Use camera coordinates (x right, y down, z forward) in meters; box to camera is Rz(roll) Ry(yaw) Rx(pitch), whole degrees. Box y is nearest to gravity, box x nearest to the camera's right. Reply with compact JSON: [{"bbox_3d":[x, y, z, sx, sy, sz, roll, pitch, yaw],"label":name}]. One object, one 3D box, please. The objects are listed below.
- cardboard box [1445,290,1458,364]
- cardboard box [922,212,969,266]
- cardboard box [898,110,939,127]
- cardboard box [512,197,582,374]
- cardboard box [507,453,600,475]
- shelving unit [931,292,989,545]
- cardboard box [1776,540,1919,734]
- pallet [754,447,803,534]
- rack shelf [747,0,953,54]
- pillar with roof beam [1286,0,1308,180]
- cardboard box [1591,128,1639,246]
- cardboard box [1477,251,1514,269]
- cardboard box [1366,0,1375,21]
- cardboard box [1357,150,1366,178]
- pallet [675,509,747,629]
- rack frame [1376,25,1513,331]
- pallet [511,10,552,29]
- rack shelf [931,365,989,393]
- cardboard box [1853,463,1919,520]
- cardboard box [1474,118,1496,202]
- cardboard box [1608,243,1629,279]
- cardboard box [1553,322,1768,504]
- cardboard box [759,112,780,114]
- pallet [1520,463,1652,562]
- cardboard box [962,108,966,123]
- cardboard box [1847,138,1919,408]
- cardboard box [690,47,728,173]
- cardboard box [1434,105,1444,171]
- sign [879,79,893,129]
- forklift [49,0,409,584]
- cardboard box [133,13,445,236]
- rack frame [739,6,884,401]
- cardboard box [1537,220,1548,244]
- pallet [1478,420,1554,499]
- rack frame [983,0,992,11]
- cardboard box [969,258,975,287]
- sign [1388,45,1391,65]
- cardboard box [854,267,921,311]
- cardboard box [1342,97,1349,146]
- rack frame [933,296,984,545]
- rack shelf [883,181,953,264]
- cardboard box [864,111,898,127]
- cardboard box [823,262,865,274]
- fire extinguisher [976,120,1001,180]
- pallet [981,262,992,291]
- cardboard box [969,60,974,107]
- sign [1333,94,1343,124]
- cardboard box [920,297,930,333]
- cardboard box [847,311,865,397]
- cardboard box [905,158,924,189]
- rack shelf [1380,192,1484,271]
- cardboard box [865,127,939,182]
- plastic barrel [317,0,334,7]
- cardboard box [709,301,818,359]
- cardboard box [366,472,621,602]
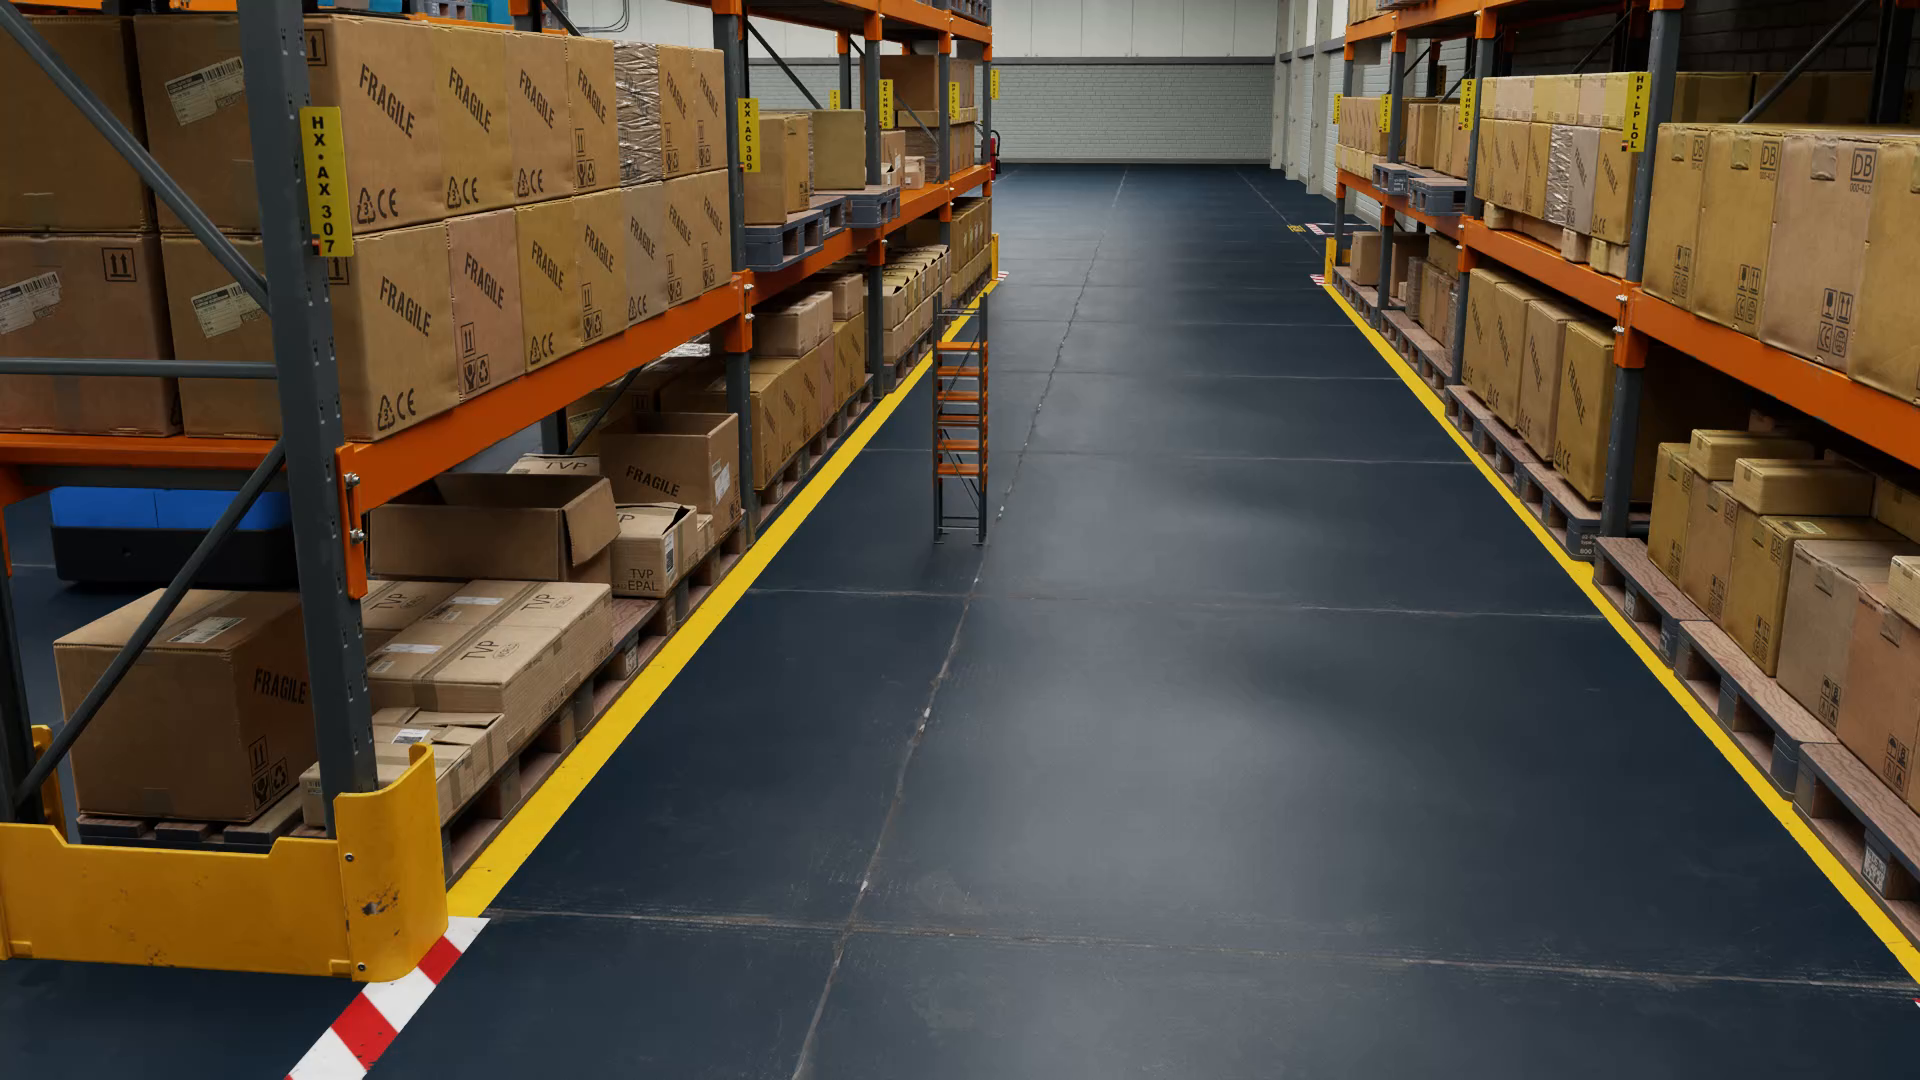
[{"bbox_3d":[3.904,-1.517,11.972,0.700,0.500,0.500,2,15,7],"label":"cardboard box"},{"bbox_3d":[-0.185,-2.984,16.477,0.500,0.500,0.500,2,15,6],"label":"cardboard box"},{"bbox_3d":[-0.374,-3.931,15.518,0.380,0.149,0.250,2,15,6],"label":"cardboard box"},{"bbox_3d":[-1.526,-0.813,5.230,0.500,0.500,0.500,2,15,6],"label":"cardboard box"},{"bbox_3d":[-1.762,-0.243,7.621,0.500,0.311,0.500,2,15,6],"label":"cardboard box"},{"bbox_3d":[0.002,-0.583,8.019,0.258,1.200,0.189,2,15,6],"label":"shelving unit"},{"bbox_3d":[3.064,0.311,5.250,0.700,0.500,0.500,1,15,4],"label":"cardboard box"},{"bbox_3d":[-1.445,-0.296,8.854,1.003,0.211,1.213,2,15,6],"label":"pallet"},{"bbox_3d":[-0.823,-4.087,13.163,1.077,0.370,4.000,2,15,6],"label":"rack shelf"},{"bbox_3d":[3.988,-13.438,40.620,9.100,9.000,0.400,2,15,6],"label":"pillar with roof beam"},{"bbox_3d":[3.224,-1.614,7.586,0.500,0.500,0.500,1,15,5],"label":"cardboard box"},{"bbox_3d":[4.030,-2.025,12.414,0.500,0.250,0.500,2,15,7],"label":"cardboard box"},{"bbox_3d":[4.301,-5.412,16.453,0.500,0.500,0.500,3,15,10],"label":"cardboard box"},{"bbox_3d":[4.184,-3.689,16.309,0.500,0.250,0.500,2,15,6],"label":"cardboard box"},{"bbox_3d":[-1.578,0.094,7.411,1.003,0.211,1.213,2,15,6],"label":"pallet"},{"bbox_3d":[4.326,-3.361,14.843,1.000,3.000,0.127,2,15,6],"label":"rack frame"},{"bbox_3d":[-5.257,-5.835,18.609,1.003,0.211,1.213,2,15,6],"label":"pallet"},{"bbox_3d":[0.002,-0.772,7.968,0.258,0.103,0.180,2,15,6],"label":"rack shelf"},{"bbox_3d":[3.334,-0.165,5.768,0.380,0.149,0.250,2,15,7],"label":"cardboard box"},{"bbox_3d":[3.565,-2.406,10.514,0.500,0.500,0.500,2,15,8],"label":"cardboard box"},{"bbox_3d":[3.180,-1.270,7.555,0.380,0.149,0.250,2,15,7],"label":"cardboard box"},{"bbox_3d":[3.367,-0.623,8.033,0.750,0.750,0.750,2,15,7],"label":"cardboard box"},{"bbox_3d":[-1.362,-2.142,9.340,0.700,0.500,0.500,-2,15,-8],"label":"cardboard box"},{"bbox_3d":[3.435,-0.142,8.282,1.003,0.211,1.213,2,15,6],"label":"pallet"},{"bbox_3d":[-0.144,-4.464,17.489,0.380,0.149,0.250,2,15,8],"label":"cardboard box"},{"bbox_3d":[3.090,-0.715,4.484,0.980,0.700,0.700,2,15,6],"label":"cardboard box"},{"bbox_3d":[-1.299,-1.823,7.049,0.500,0.500,0.500,2,15,7],"label":"cardboard box"},{"bbox_3d":[4.121,-3.174,13.118,0.700,0.500,0.500,4,16,14],"label":"cardboard box"},{"bbox_3d":[-0.508,-2.975,11.352,0.100,0.325,0.005,2,15,6],"label":"sign"},{"bbox_3d":[-3.354,-1.555,8.299,1.130,2.935,3.031,1,15,3],"label":"forklift"},{"bbox_3d":[-1.639,-1.031,4.123,0.500,0.500,0.500,2,15,8],"label":"cardboard box"},{"bbox_3d":[-1.048,-2.468,11.543,1.000,3.000,0.127,2,15,6],"label":"rack frame"},{"bbox_3d":[3.445,-1.735,9.274,0.380,0.149,0.250,2,15,7],"label":"cardboard box"},{"bbox_3d":[3.570,-0.459,9.456,1.003,0.211,1.213,2,15,6],"label":"pallet"},{"bbox_3d":[-0.146,-7.439,18.433,1.000,3.000,0.127,2,15,6],"label":"rack frame"},{"bbox_3d":[-0.120,-2.751,17.053,0.500,0.250,0.500,2,15,6],"label":"cardboard box"},{"bbox_3d":[6.651,-7.505,25.730,0.001,0.298,0.199,2,15,6],"label":"sign"},{"bbox_3d":[-0.587,-2.010,13.238,0.500,0.311,0.500,1,15,5],"label":"cardboard box"},{"bbox_3d":[4.359,-4.454,17.701,0.500,0.500,0.500,2,15,6],"label":"cardboard box"},{"bbox_3d":[-0.009,-0.559,7.932,0.240,1.200,0.006,2,15,6],"label":"rack frame"},{"bbox_3d":[-0.823,-2.639,13.555,1.077,0.370,4.000,2,15,6],"label":"rack shelf"},{"bbox_3d":[-0.779,-3.944,15.566,0.380,0.149,0.250,2,15,6],"label":"cardboard box"},{"bbox_3d":[-1.063,-2.153,13.766,0.500,0.311,0.500,2,15,8],"label":"cardboard box"},{"bbox_3d":[0.329,-4.523,19.289,0.296,0.674,0.183,2,15,6],"label":"fire extinguisher"},{"bbox_3d":[-0.190,-2.997,18.842,1.003,0.211,1.213,2,15,6],"label":"pallet"},{"bbox_3d":[-0.217,-5.083,18.537,0.700,0.500,0.500,2,15,6],"label":"cardboard box"},{"bbox_3d":[4.238,-4.832,18.626,0.100,0.325,0.005,2,15,6],"label":"sign"},{"bbox_3d":[-0.531,-1.869,13.791,0.500,0.250,0.500,2,15,7],"label":"cardboard box"},{"bbox_3d":[-0.921,-1.224,10.889,0.500,0.500,0.500,2,15,8],"label":"cardboard box"},{"bbox_3d":[-0.514,-3.207,14.534,0.396,0.266,0.258,1,15,5],"label":"cardboard box"},{"bbox_3d":[4.100,-2.495,13.019,1.077,0.370,4.000,2,15,6],"label":"rack shelf"},{"bbox_3d":[-0.553,-3.669,15.793,0.700,0.500,0.500,1,15,5],"label":"cardboard box"},{"bbox_3d":[-5.508,-4.865,13.700,0.600,0.901,0.708,2,15,6],"label":"plastic barrel"},{"bbox_3d":[-1.090,-1.176,9.274,0.500,0.250,0.500,2,15,6],"label":"cardboard box"},{"bbox_3d":[-1.707,0.050,6.172,0.797,0.503,0.637,2,15,6],"label":"cardboard box"}]
